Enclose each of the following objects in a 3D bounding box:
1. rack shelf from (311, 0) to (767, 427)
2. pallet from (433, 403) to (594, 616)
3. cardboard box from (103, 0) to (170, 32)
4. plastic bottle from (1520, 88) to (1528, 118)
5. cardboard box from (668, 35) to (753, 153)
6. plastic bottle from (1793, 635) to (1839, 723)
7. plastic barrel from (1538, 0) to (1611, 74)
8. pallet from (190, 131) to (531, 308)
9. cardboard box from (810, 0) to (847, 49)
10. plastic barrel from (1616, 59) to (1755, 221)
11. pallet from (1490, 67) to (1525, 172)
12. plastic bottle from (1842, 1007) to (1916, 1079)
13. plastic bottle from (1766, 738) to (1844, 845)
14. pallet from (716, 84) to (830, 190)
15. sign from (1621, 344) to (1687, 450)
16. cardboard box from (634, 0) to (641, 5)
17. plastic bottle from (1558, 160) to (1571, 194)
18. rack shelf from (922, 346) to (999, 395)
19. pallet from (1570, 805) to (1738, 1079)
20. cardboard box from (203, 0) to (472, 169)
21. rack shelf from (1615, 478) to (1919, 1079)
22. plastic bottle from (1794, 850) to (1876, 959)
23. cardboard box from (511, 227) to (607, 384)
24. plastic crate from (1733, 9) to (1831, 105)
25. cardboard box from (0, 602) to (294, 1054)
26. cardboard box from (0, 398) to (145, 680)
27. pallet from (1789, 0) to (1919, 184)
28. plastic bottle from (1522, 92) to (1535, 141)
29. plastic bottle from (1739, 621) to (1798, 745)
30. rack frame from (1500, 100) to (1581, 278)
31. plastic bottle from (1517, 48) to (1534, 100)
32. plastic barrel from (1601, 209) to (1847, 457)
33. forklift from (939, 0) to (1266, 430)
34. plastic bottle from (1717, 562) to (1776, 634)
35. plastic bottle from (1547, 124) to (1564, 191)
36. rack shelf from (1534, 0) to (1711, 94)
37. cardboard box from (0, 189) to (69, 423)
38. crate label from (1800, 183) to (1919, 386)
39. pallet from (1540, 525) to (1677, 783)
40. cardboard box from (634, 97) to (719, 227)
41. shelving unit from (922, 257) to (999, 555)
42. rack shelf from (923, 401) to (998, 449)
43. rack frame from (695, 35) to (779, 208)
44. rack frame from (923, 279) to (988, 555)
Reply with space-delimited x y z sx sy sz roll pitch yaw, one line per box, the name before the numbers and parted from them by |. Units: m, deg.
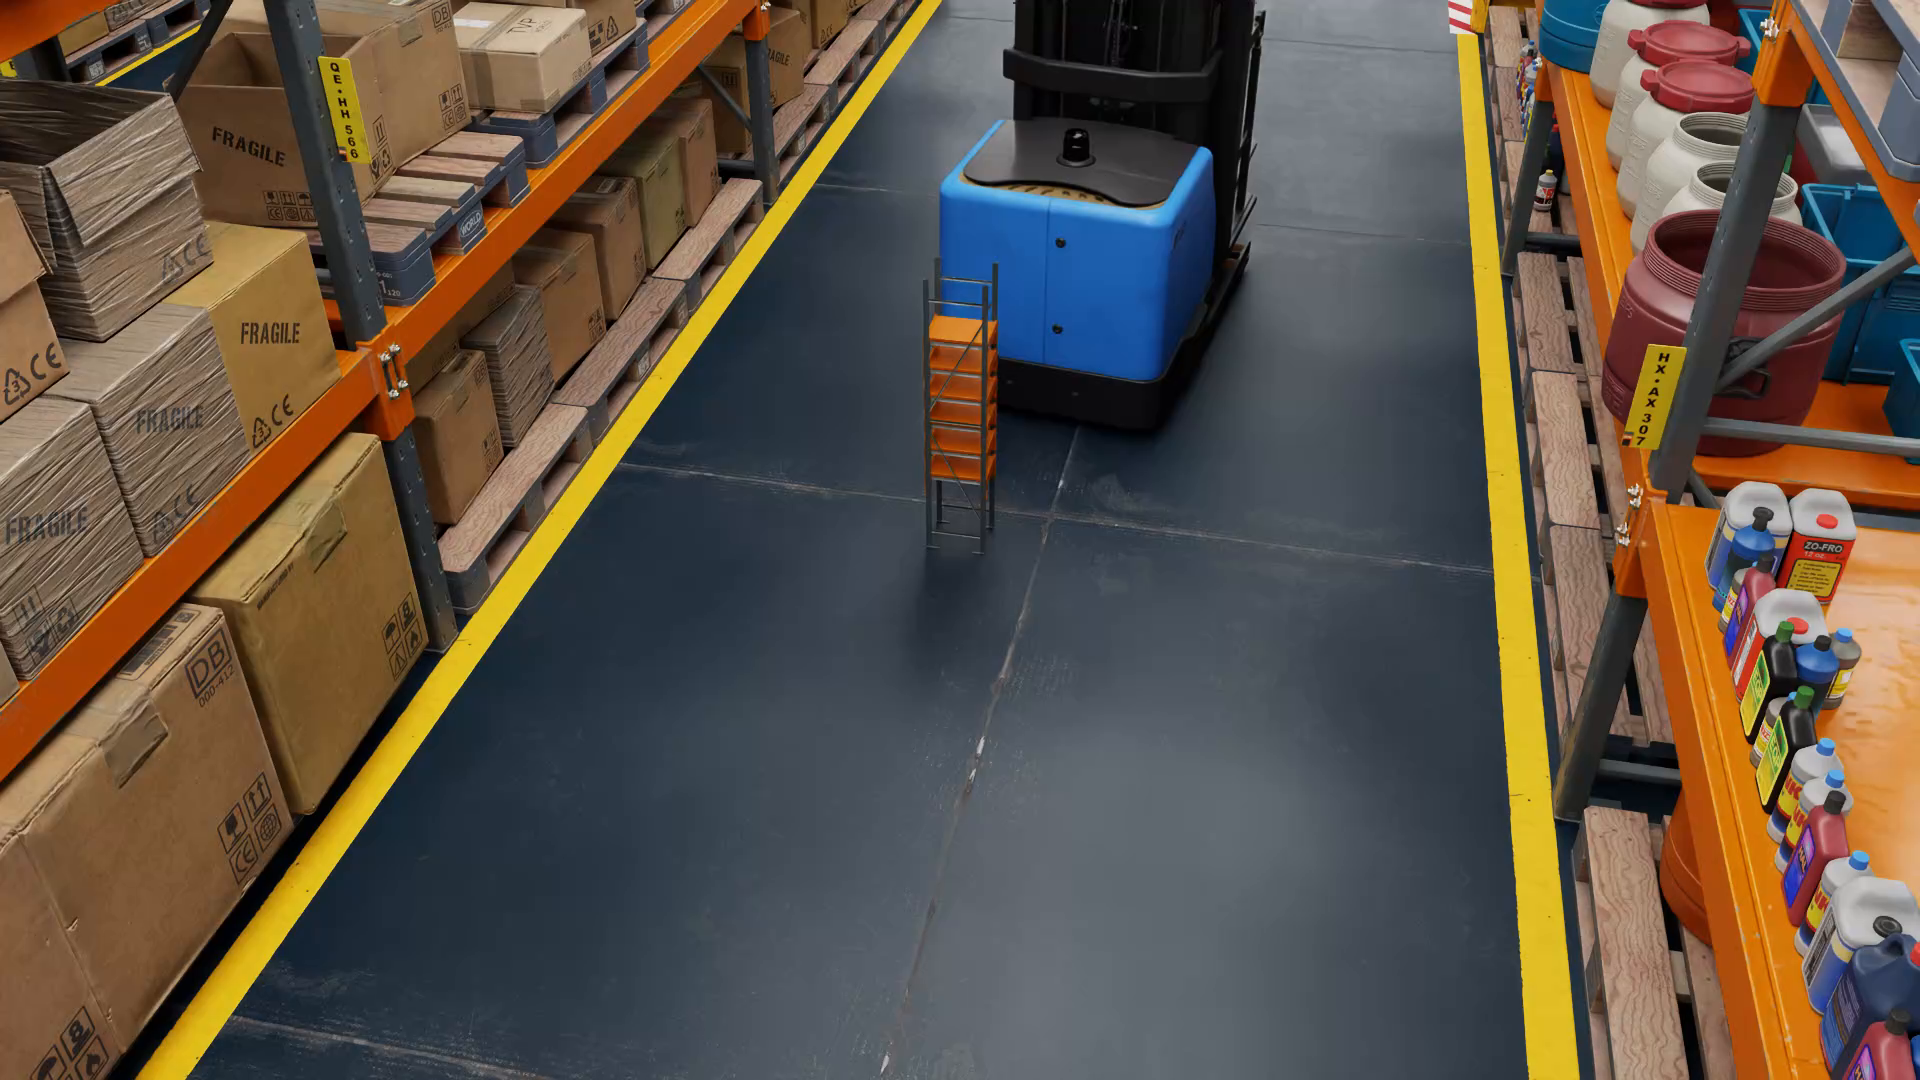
rack shelf | -1.956 -1.738 7.205 1.077 0.370 4.000 7 37 10
pallet | -2.215 -0.201 6.848 1.003 0.211 1.213 7 37 10
cardboard box | -5.961 -4.034 11.213 0.875 0.875 0.875 8 37 10
plastic bottle | 3.357 -2.582 9.766 0.097 0.201 0.097 0 36 0
cardboard box | -1.405 -2.558 9.495 0.500 0.500 0.500 6 36 9
plastic bottle | 1.956 0.334 3.843 0.097 0.271 0.097 0 36 0
plastic barrel | 2.931 -2.574 7.319 0.600 0.901 0.708 7 37 10
pallet | -2.335 -1.227 6.050 1.213 0.211 1.003 7 37 10
cardboard box | -1.071 -3.567 10.888 0.500 0.500 0.500 11 37 14
plastic barrel | 2.642 -1.420 6.038 0.433 0.535 0.433 0 36 0
pallet | 3.752 -2.507 10.029 1.003 0.211 1.213 7 37 10
plastic bottle | 1.638 0.965 2.961 0.061 0.283 0.133 7 37 10
plastic bottle | 1.819 0.535 3.565 0.097 0.271 0.097 0 36 0
pallet | -1.420 -2.436 9.931 1.003 0.211 1.213 7 37 10
sign | 1.916 -0.393 4.597 0.100 0.325 0.005 7 37 10
cardboard box | -1.836 -3.151 7.672 1.000 1.000 1.000 8 37 10
plastic bottle | 3.306 -2.048 8.902 0.144 0.351 0.185 7 37 10
rack shelf | 0.003 -0.652 6.295 0.258 0.103 0.180 7 37 10
pallet | 2.328 1.325 4.742 1.003 0.211 1.213 7 37 10
cardboard box | -2.286 -1.740 6.152 0.700 0.500 0.500 13 38 17
rack shelf | 2.028 1.176 3.184 1.077 0.370 4.000 7 37 10
plastic bottle | 1.749 0.723 3.306 0.097 0.271 0.097 0 36 0
cardboard box | -2.040 -1.081 7.440 0.700 0.500 0.500 10 37 14
plastic crate | 3.378 -1.877 6.797 0.392 0.384 0.575 7 37 10
cardboard box | -2.749 0.711 4.666 1.225 0.875 0.875 7 37 10
cardboard box | -2.467 -0.026 4.144 0.500 0.500 0.500 6 36 8
pallet | 2.196 -0.973 3.142 1.003 0.211 1.213 7 37 10
plastic bottle | 3.314 -2.423 9.484 0.152 0.276 0.135 8 37 11
plastic bottle | 1.875 0.330 3.839 0.061 0.283 0.133 7 37 10
rack frame | 3.310 -2.555 7.719 1.000 3.000 0.127 7 37 10
plastic bottle | 3.406 -2.798 9.995 0.061 0.283 0.133 8 37 11
plastic barrel | 2.258 -0.621 4.934 0.600 0.536 0.708 7 37 10
forklift | 0.871 -2.535 7.749 1.130 2.935 3.031 12 38 16
plastic bottle | 1.975 0.145 4.163 0.097 0.201 0.097 0 36 0
plastic bottle | 3.166 -2.066 8.927 0.144 0.351 0.185 6 36 9
rack shelf | 3.737 -3.410 9.512 1.077 0.370 4.000 7 37 10
cardboard box | -2.697 -0.539 3.997 0.797 0.503 0.637 8 37 11
crate label | 2.932 -0.812 5.284 0.502 0.435 0.616 7 37 10
pallet | 2.659 0.428 5.979 1.003 0.211 1.213 7 37 10
cardboard box | -1.681 -1.992 8.698 0.700 0.500 0.500 5 36 6
shelving unit | 0.003 -0.494 6.409 0.258 1.200 0.189 7 37 10
rack shelf | 0.003 -0.458 6.435 0.258 0.103 0.180 7 37 10
rack frame | -1.529 -3.176 8.576 1.000 3.000 0.127 7 37 10
rack frame | -0.016 -0.442 6.337 0.240 1.200 0.006 7 37 10
